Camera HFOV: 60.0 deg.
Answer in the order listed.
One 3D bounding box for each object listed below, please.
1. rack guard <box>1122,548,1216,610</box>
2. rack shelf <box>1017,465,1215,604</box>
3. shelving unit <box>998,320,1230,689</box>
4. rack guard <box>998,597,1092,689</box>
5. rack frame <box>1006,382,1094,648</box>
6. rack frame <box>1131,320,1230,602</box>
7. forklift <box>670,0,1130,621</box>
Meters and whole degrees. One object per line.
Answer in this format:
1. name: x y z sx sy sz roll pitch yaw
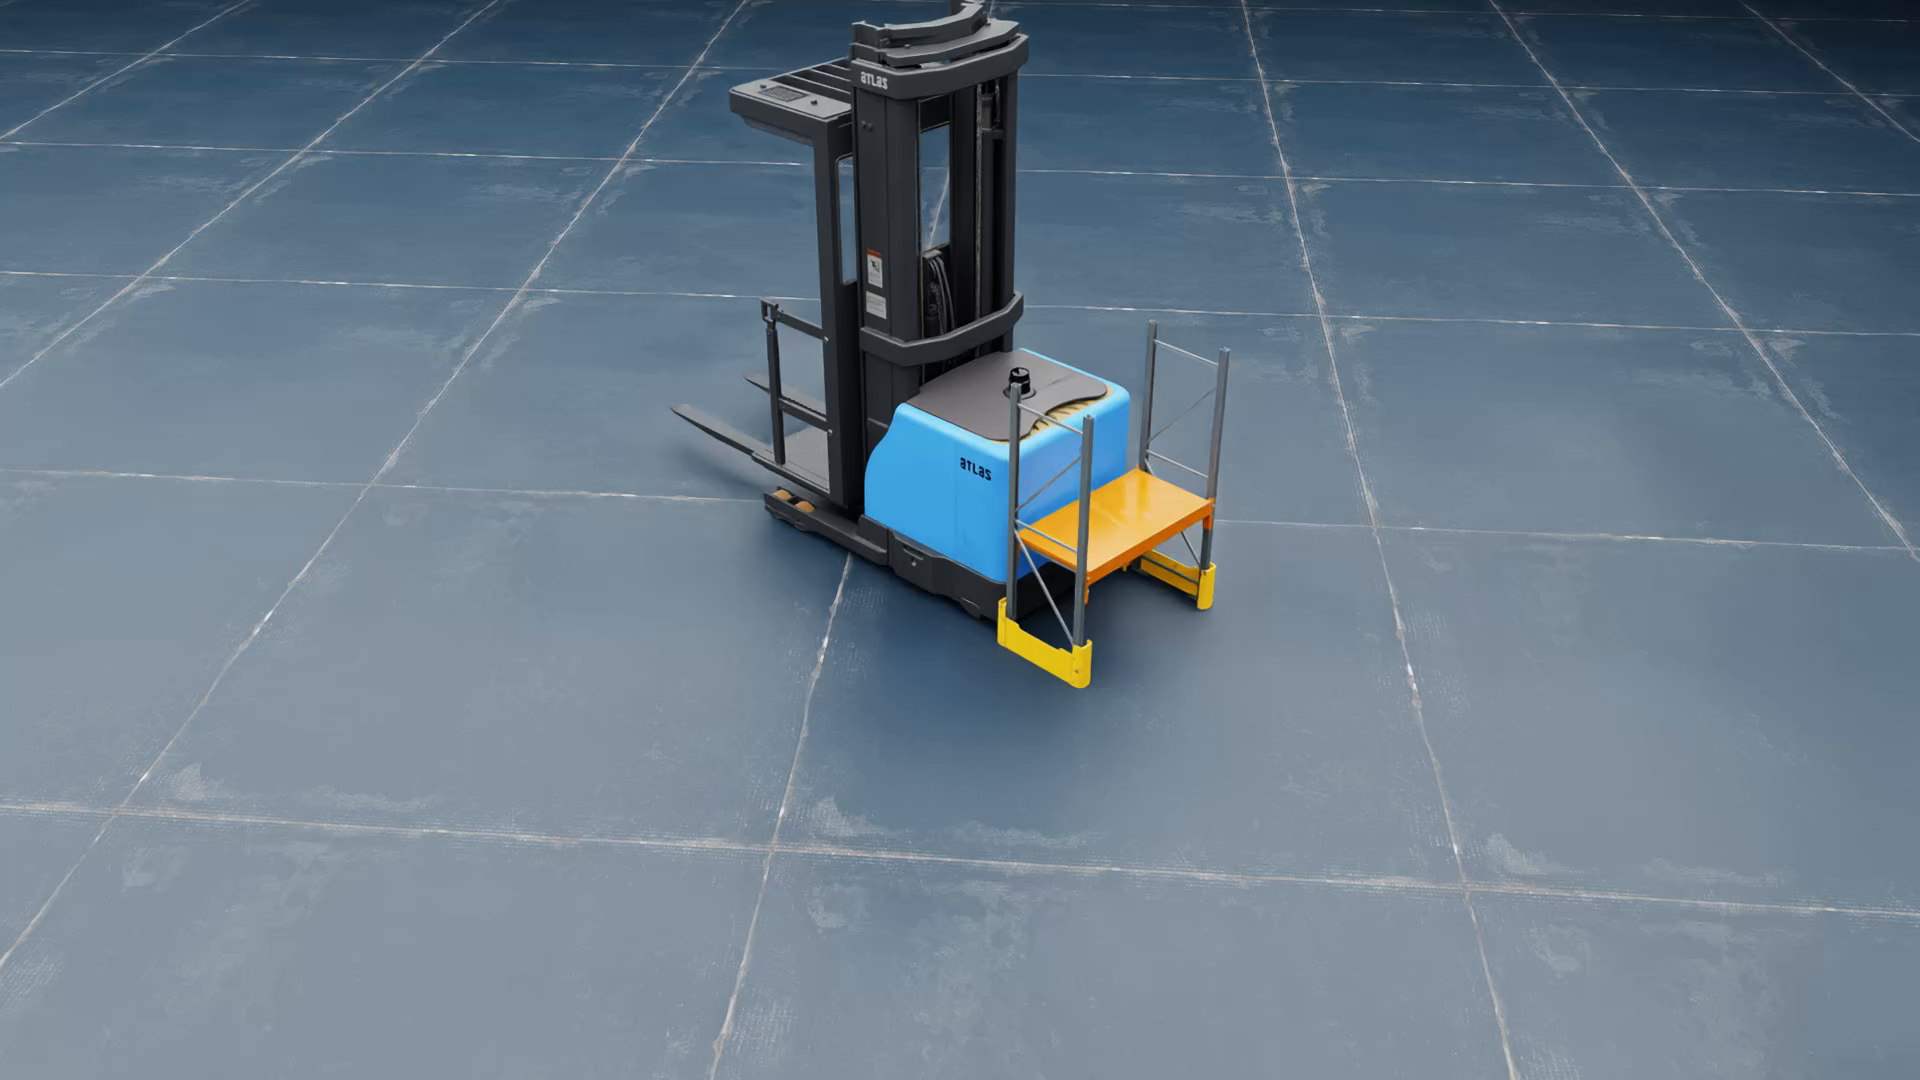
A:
1. rack guard: 1.129 0.150 9.047 0.087 0.250 0.587 -28 41 -37
2. rack shelf: 0.784 -0.047 8.518 1.000 0.185 0.538 -28 41 -37
3. shelving unit: 0.778 -0.196 8.418 1.083 1.500 0.587 -28 41 -37
4. rack guard: 0.424 0.520 8.447 0.087 0.250 0.587 -28 41 -37
5. rack frame: 0.425 -0.011 8.118 0.032 1.500 0.500 -28 41 -37
6. rack frame: 1.144 -0.388 8.729 0.032 1.500 0.500 -28 41 -37
7. forklift: -0.502 -1.479 9.136 3.031 2.935 1.130 26 40 36
